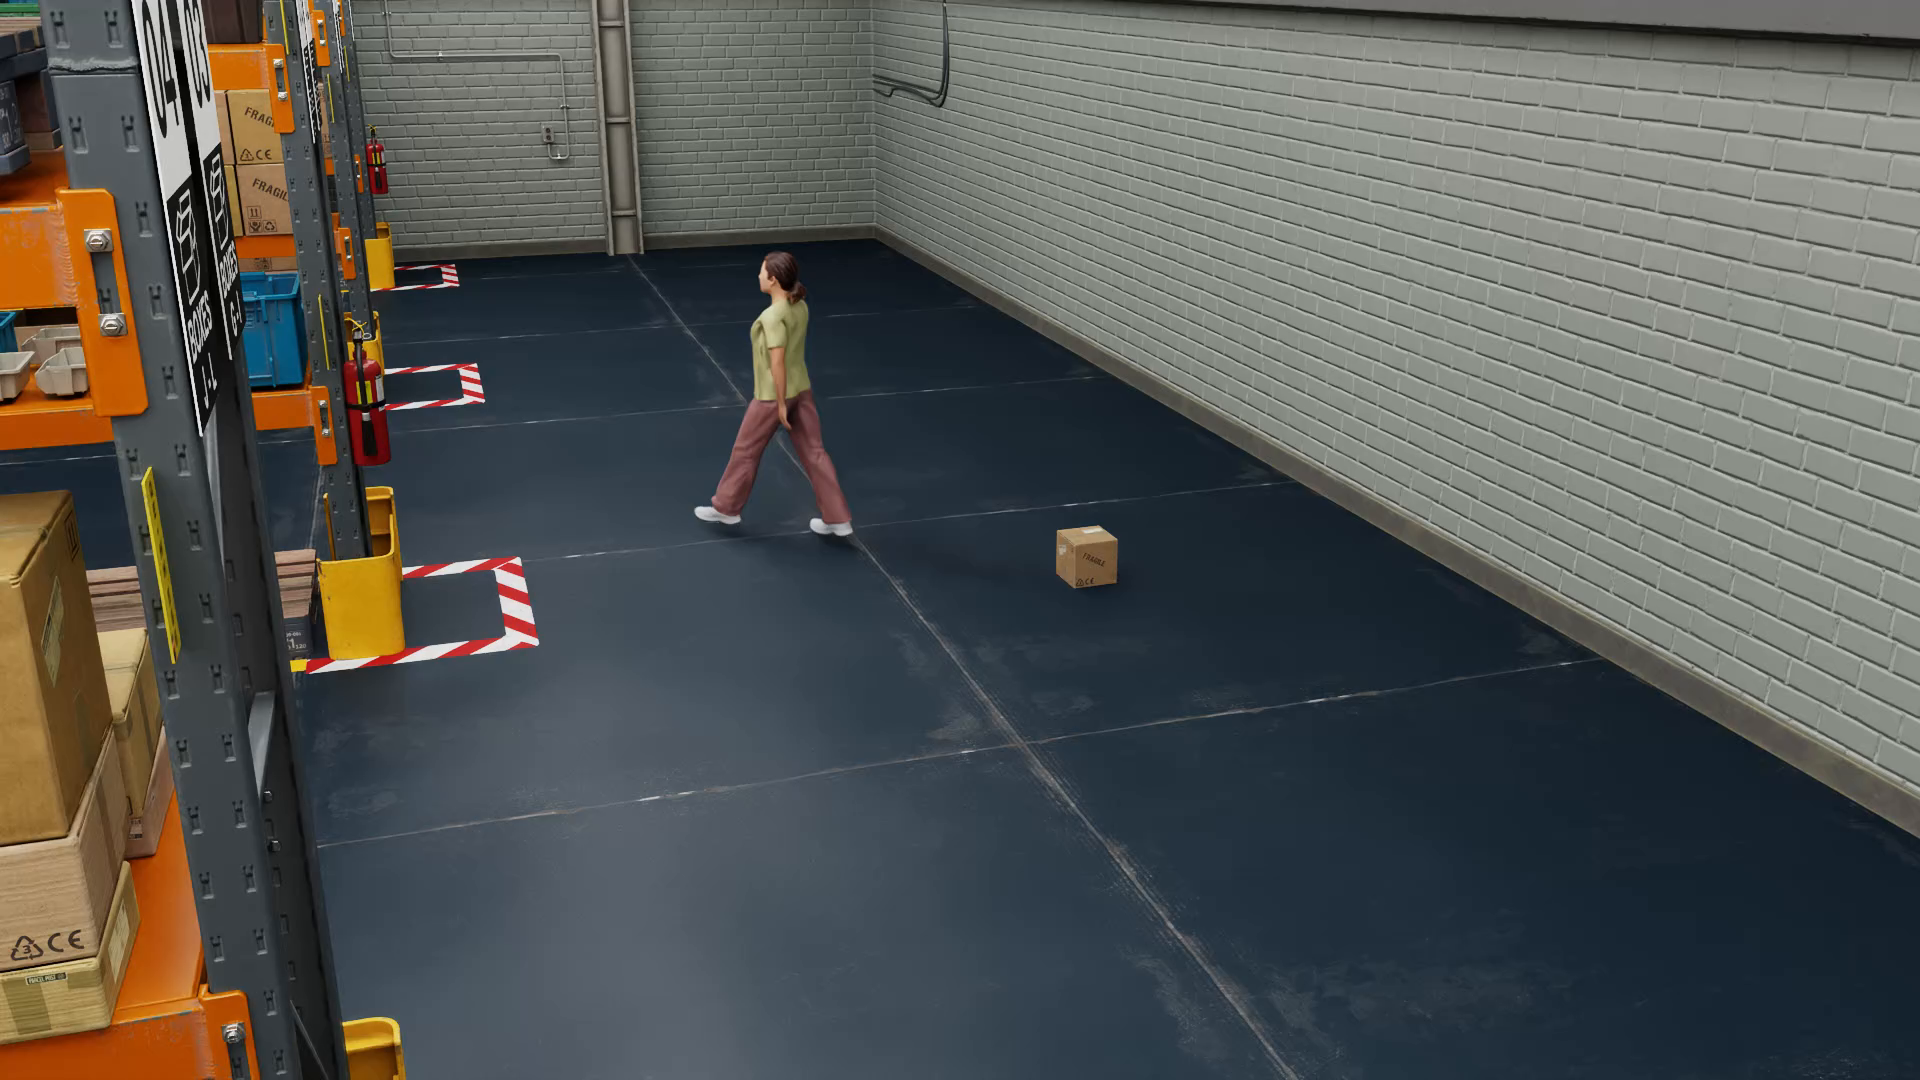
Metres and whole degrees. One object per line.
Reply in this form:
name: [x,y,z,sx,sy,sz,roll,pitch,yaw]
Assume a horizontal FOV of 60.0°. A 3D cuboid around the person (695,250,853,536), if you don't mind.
person: [-1.066,-0.840,9.426,1.027,1.605,0.458,11,22,28]
